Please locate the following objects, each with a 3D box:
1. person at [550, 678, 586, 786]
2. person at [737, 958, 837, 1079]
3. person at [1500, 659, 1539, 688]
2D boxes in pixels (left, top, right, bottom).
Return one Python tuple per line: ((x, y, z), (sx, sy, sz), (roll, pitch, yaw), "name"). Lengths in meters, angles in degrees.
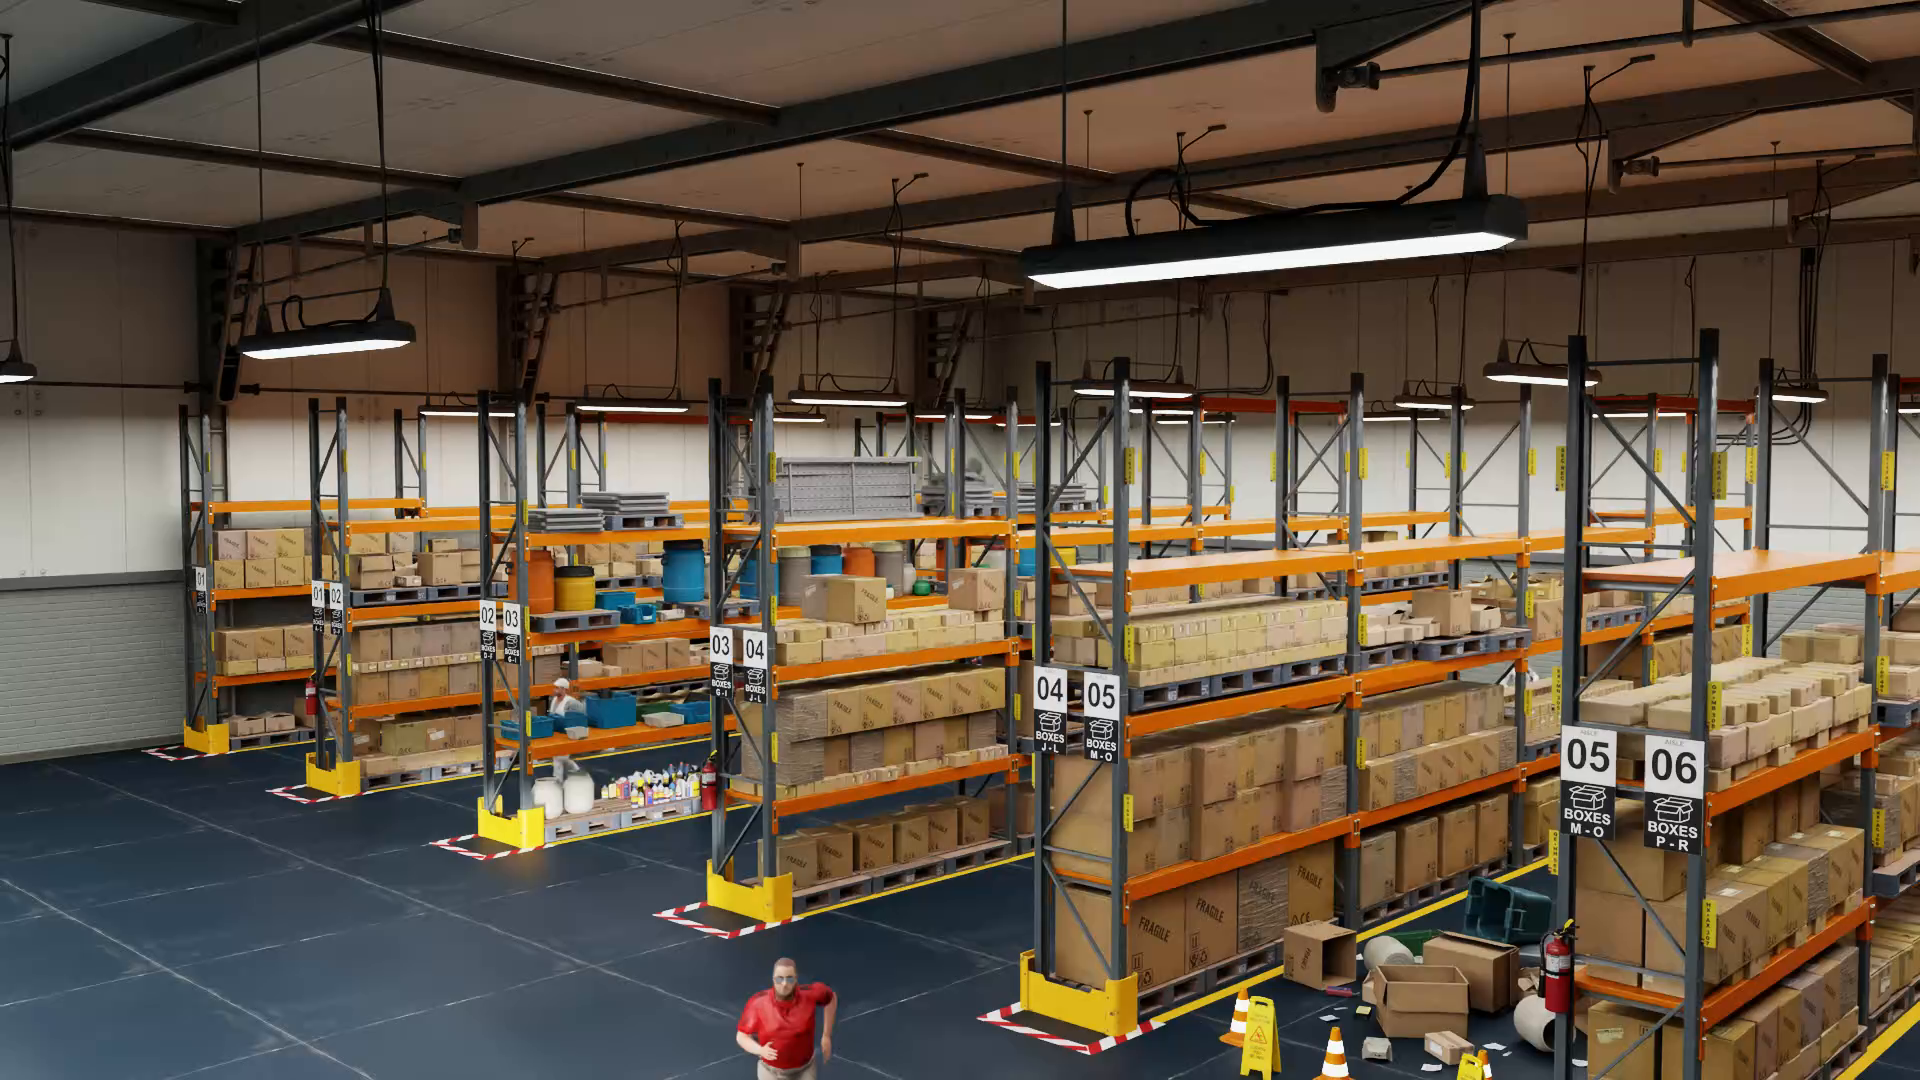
((-5.893, 2.954, 24.791), (0.685, 1.805, 0.884), (3, 4, 44), "person")
((-1.191, 3.729, 11.507), (0.677, 1.792, 0.952), (0, 3, -2), "person")
((10.139, 2.794, 29.864), (0.713, 1.607, 0.511), (-1, 3, -15), "person")
